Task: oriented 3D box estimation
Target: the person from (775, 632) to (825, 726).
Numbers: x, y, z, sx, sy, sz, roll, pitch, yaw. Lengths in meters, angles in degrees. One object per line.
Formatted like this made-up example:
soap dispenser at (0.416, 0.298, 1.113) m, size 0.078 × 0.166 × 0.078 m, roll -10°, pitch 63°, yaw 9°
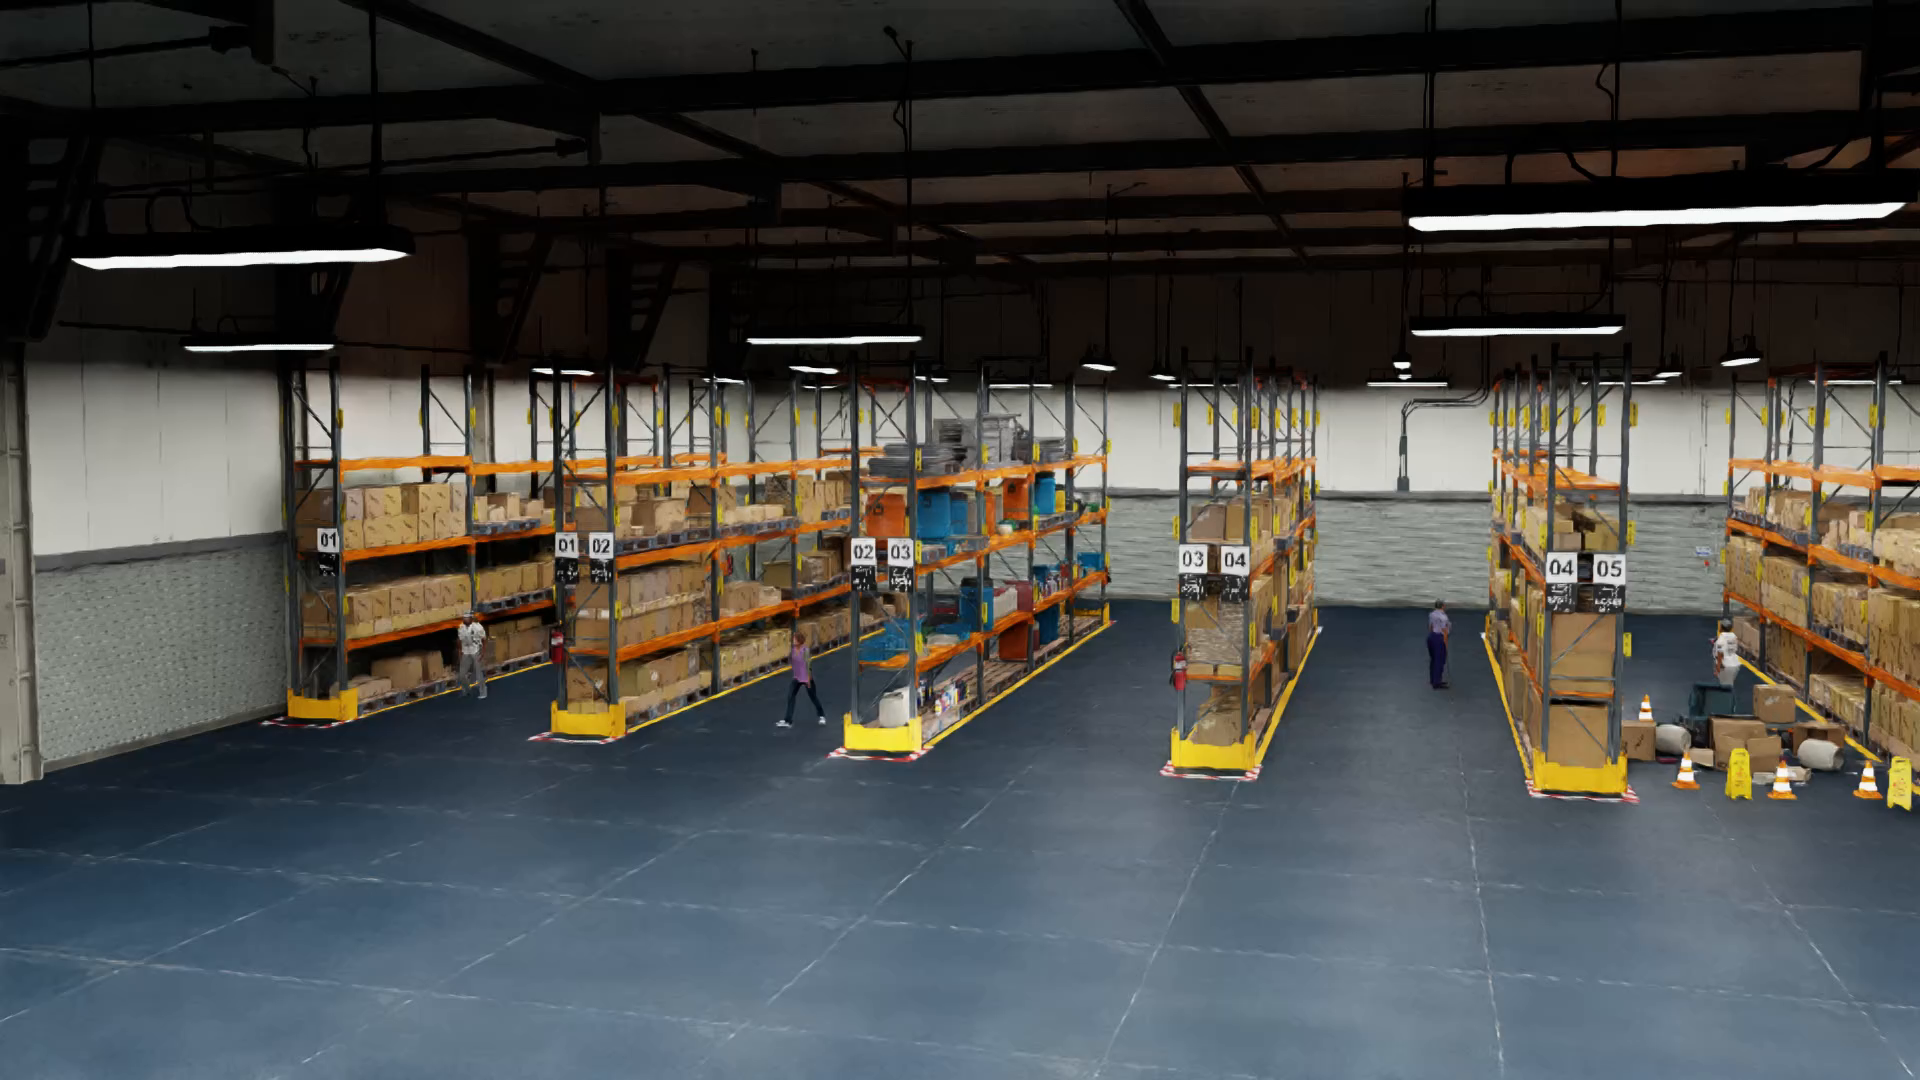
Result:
person at (-2.558, 2.248, 27.001) m, size 0.458 × 1.543 × 0.885 m, roll 3°, pitch 5°, yaw 40°

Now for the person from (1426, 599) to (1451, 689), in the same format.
person at (8.906, 1.907, 30.824) m, size 0.429 × 1.653 × 0.518 m, roll -1°, pitch 4°, yaw -16°

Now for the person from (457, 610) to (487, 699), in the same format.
person at (-8.693, 2.023, 29.618) m, size 0.592 × 1.630 × 0.531 m, roll 1°, pitch 4°, yaw 12°

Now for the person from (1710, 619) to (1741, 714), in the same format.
person at (12.703, 2.134, 27.646) m, size 0.551 × 1.657 × 0.577 m, roll 4°, pitch 6°, yaw 43°
